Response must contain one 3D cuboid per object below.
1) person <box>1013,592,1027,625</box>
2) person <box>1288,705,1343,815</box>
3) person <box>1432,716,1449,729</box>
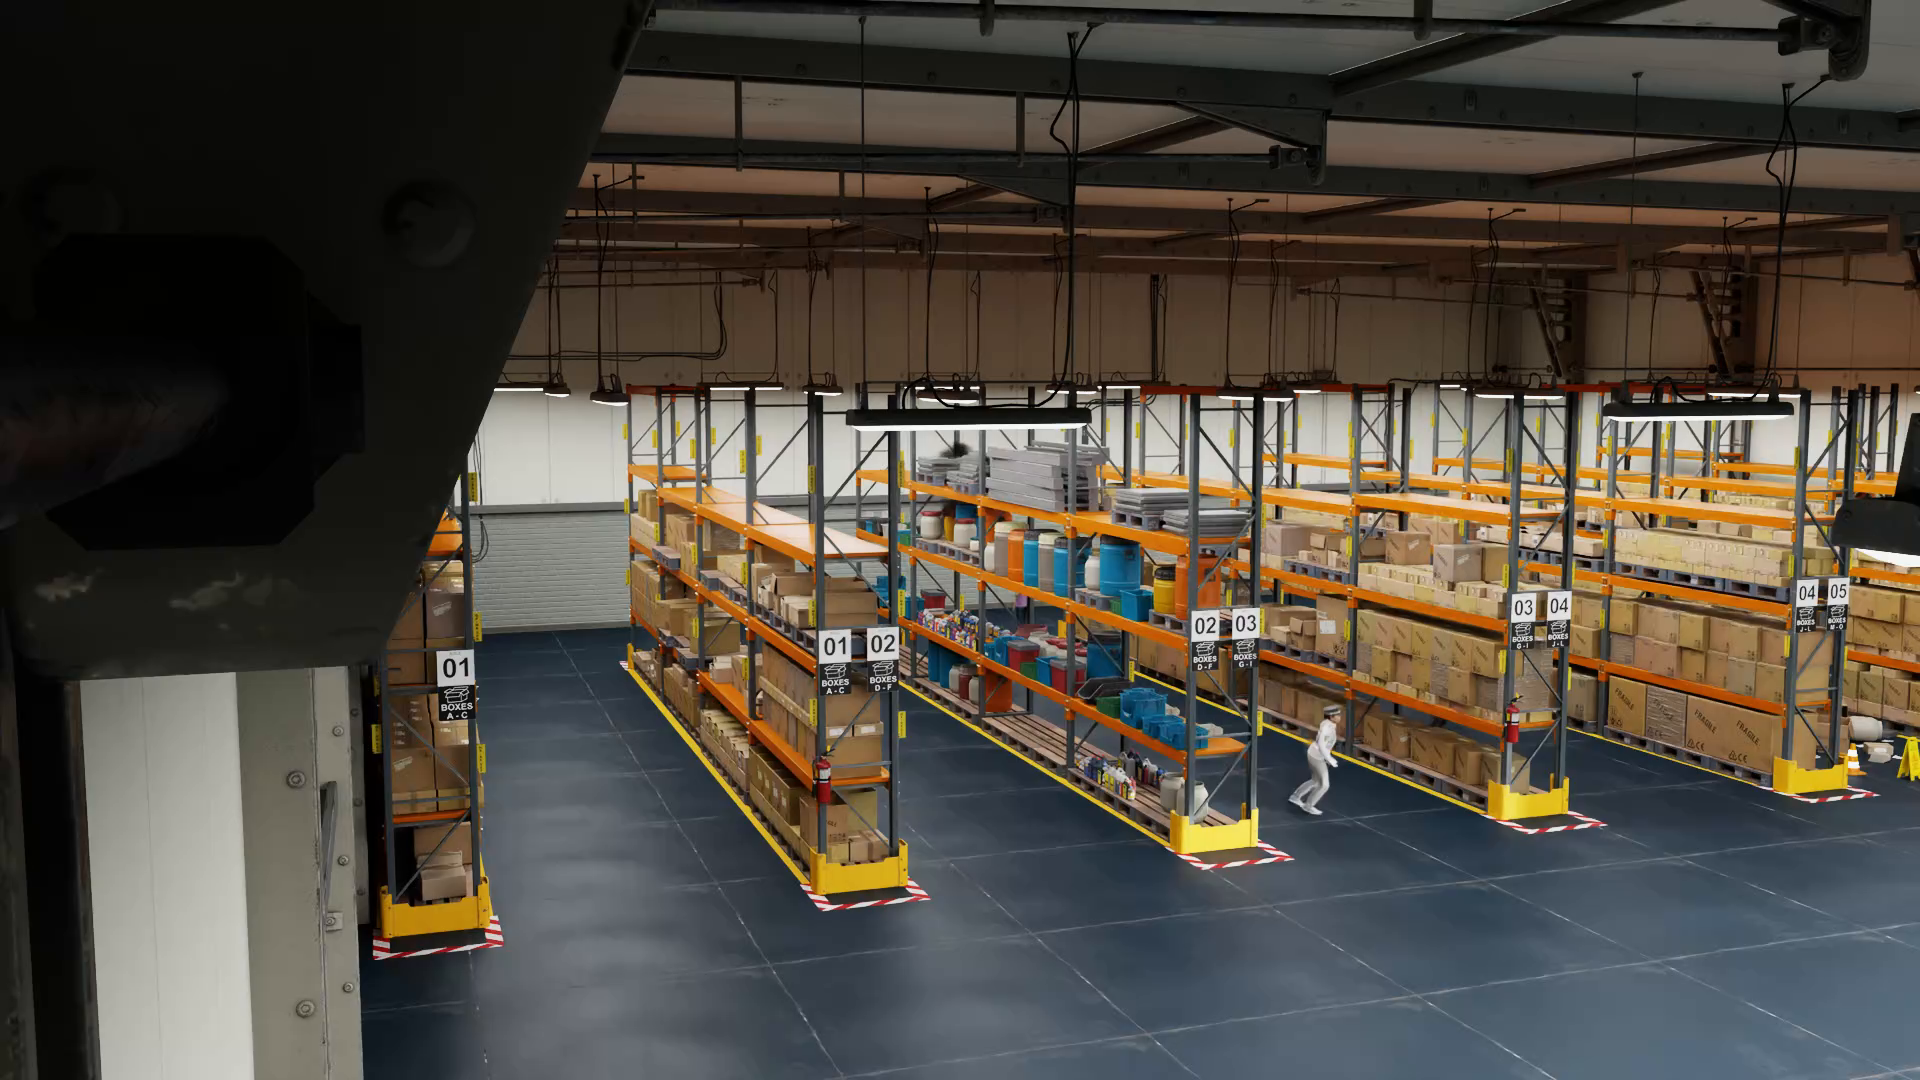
[{"bbox_3d":[1.433,1.575,38.558,0.617,1.577,0.558,-4,7,-32],"label":"person"},{"bbox_3d":[5.041,3.111,23.585,0.720,1.609,0.589,1,6,12],"label":"person"},{"bbox_3d":[8.545,2.617,28.736,0.656,1.484,1.011,-2,6,-14],"label":"person"}]
